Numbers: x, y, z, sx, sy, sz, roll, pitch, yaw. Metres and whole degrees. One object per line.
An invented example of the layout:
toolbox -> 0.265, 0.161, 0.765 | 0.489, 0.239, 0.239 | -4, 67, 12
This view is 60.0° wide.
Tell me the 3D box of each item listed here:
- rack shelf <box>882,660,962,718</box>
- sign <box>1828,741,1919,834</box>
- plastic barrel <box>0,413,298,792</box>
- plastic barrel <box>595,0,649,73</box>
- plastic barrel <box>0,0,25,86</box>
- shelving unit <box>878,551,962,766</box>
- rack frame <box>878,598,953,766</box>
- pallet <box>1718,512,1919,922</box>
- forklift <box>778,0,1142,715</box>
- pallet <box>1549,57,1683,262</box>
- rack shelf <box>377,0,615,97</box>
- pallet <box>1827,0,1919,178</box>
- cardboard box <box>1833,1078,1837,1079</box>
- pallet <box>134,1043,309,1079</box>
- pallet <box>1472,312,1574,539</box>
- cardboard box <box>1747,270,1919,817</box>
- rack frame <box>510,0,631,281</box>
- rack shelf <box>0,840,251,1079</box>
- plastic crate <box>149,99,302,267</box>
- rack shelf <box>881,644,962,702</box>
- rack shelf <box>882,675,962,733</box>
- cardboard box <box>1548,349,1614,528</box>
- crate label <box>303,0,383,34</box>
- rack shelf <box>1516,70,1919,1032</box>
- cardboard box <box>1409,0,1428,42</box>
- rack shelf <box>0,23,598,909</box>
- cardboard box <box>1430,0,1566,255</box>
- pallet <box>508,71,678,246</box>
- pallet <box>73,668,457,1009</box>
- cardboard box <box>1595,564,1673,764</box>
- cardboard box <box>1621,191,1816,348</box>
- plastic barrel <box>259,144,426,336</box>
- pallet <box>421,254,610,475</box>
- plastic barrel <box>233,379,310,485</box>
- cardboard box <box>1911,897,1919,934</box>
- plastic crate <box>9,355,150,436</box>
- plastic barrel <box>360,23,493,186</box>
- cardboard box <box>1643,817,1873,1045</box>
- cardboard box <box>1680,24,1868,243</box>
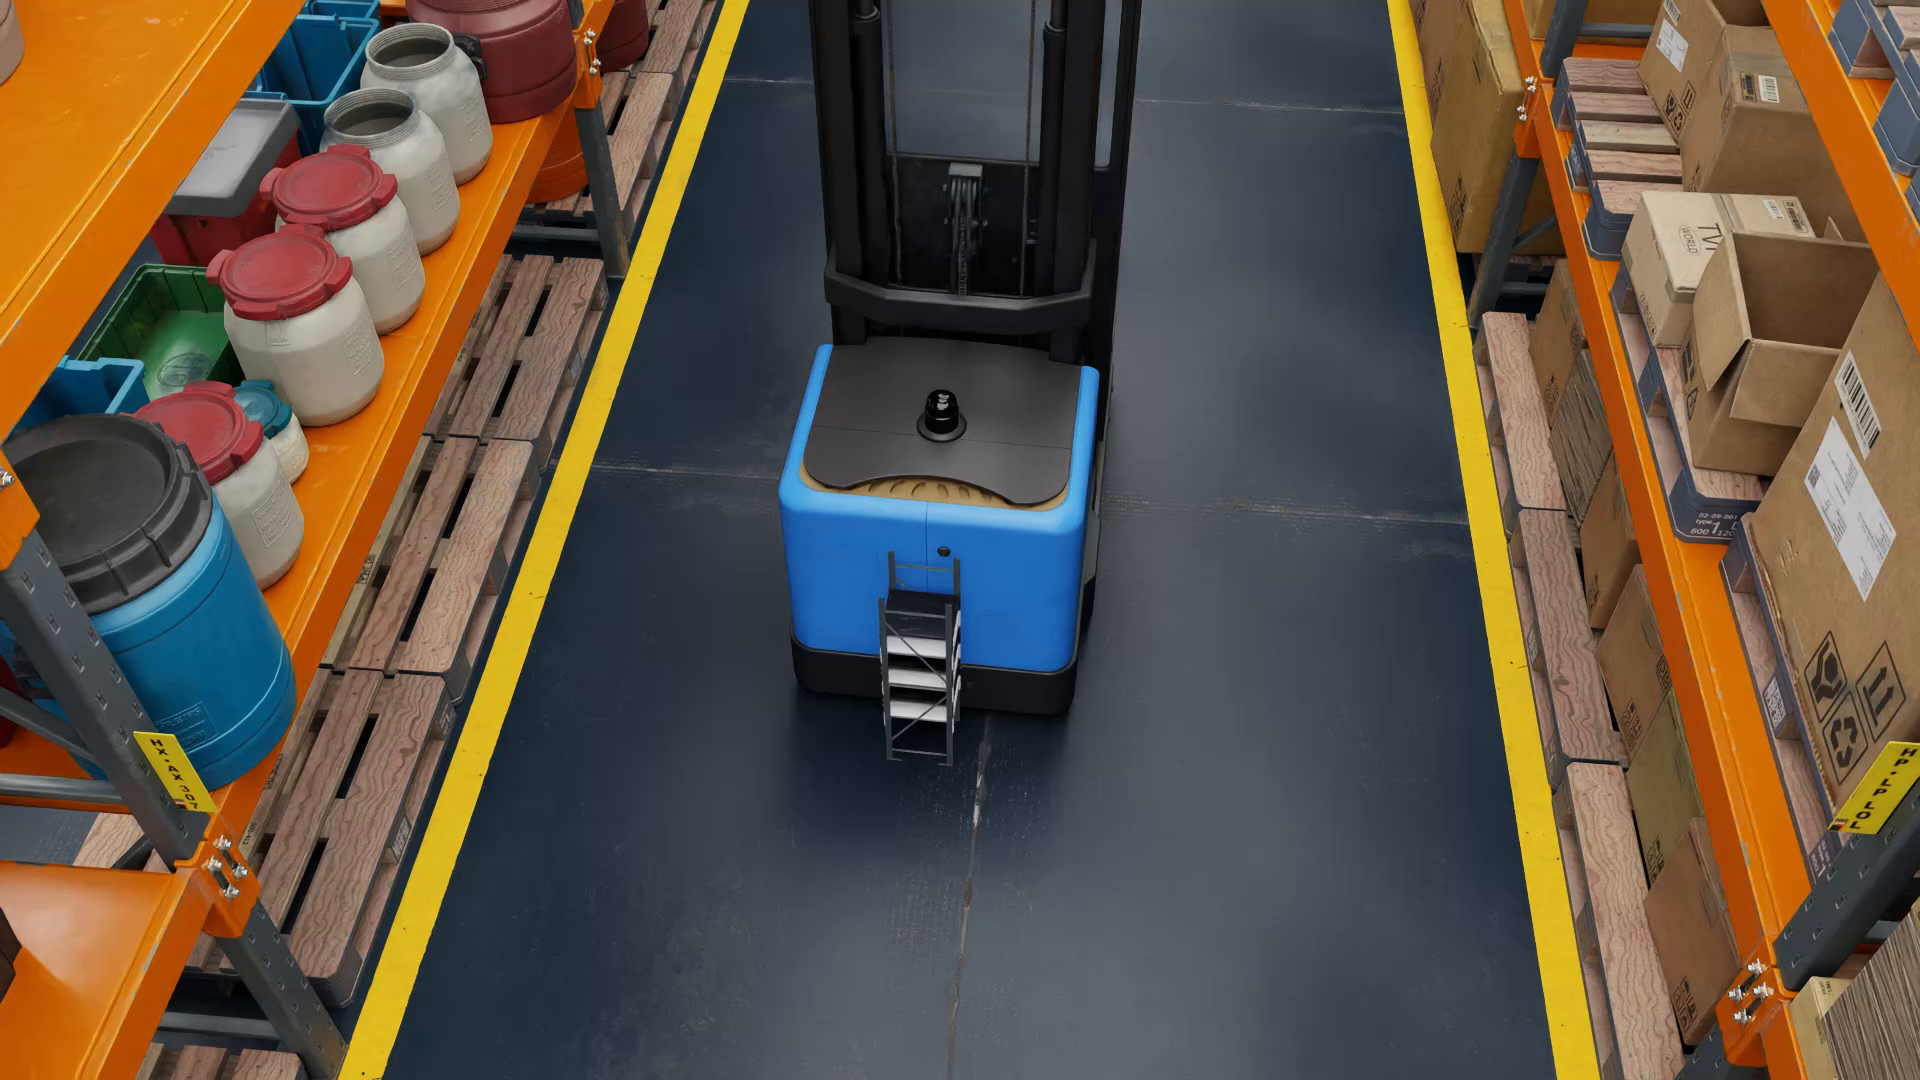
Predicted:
rack shelf -> -0.133, 0.512, 5.865 | 0.258, 0.077, 0.200 | 5, 48, 5
sign -> 1.930, 0.522, 3.481 | 0.100, 0.325, 0.005 | 4, 48, 4
plastic barrel -> -2.112, 0.182, 4.237 | 0.600, 0.901, 0.708 | 4, 48, 4
plastic barrel -> -1.954, -2.843, 8.693 | 0.600, 0.588, 0.708 | 4, 48, 4
plastic barrel -> -2.559, -1.436, 3.684 | 0.600, 0.901, 0.600 | 0, 48, 0
shelving unit -> -0.133, 0.429, 5.774 | 0.258, 0.900, 0.210 | 5, 48, 5
rack frame -> -0.146, 0.503, 5.706 | 0.240, 0.900, 0.006 | 5, 48, 5
pallet -> 2.698, 0.460, 4.452 | 1.003, 0.211, 1.213 | 4, 48, 4
forklift -> 0.079, -1.448, 6.114 | 1.130, 2.935, 3.031 | 5, 48, 5
pallet -> 2.889, -1.396, 6.150 | 1.213, 0.211, 1.003 | 4, 48, 4
rack shelf -> -1.902, -3.552, 8.479 | 1.077, 0.370, 4.000 | 4, 48, 4
pallet -> 2.737, -1.210, 3.945 | 1.213, 0.211, 1.003 | 4, 48, 4
cardboard box -> 2.129, 1.353, 3.676 | 0.380, 0.149, 0.250 | 4, 48, 4
pallet -> -2.552, 2.046, 4.761 | 1.003, 0.211, 1.213 | 4, 48, 4
pallet -> 2.775, -0.477, 7.069 | 1.003, 0.211, 1.213 | 4, 48, 4
cardboard box -> 2.695, 0.029, 4.026 | 1.000, 1.000, 1.000 | 4, 48, 4
rack frame -> -2.084, -2.325, 6.870 | 1.000, 3.000, 0.127 | 4, 48, 4
rack shelf -> -2.631, 2.327, 3.103 | 1.077, 0.370, 4.000 | 4, 48, 4
plastic crate -> -2.536, -1.180, 5.779 | 0.402, 0.464, 0.583 | 4, 48, 4
rack shelf -> -0.133, 0.451, 5.798 | 0.258, 0.077, 0.200 | 5, 48, 5
rack shelf -> -0.133, 0.573, 5.931 | 0.258, 0.077, 0.200 | 5, 48, 5
cardboard box -> 2.769, -0.395, 6.500 | 0.700, 0.500, 0.500 | 0, 48, 0
crate label -> -2.496, -1.984, 6.671 | 0.303, 0.233, 0.416 | 4, 48, 4
rack shelf -> 2.666, -0.279, 5.486 | 1.077, 0.370, 4.000 | 4, 48, 4
cardboard box -> 3.094, -3.228, 8.850 | 1.225, 0.875, 0.875 | 2, 48, 2
rack shelf -> -2.267, -0.613, 5.791 | 1.077, 0.370, 4.000 | 4, 48, 4
cardboard box -> 2.932, -1.922, 7.657 | 1.225, 0.875, 0.875 | 2, 48, 2
pallet -> -2.054, -1.966, 8.431 | 1.003, 0.211, 1.213 | 4, 48, 4
pallet -> -2.416, 0.976, 5.740 | 1.003, 0.211, 1.213 | 4, 48, 4
cardboard box -> 2.674, 0.432, 5.743 | 0.700, 0.500, 0.500 | 0, 48, 0
cardboard box -> 2.466, -0.867, 5.353 | 0.500, 0.250, 0.500 | 3, 48, 2
plastic barrel -> -2.037, -0.977, 5.545 | 0.433, 0.535, 0.433 | 0, 48, 0
pallet -> -2.194, -0.817, 7.380 | 1.003, 0.211, 1.213 | 4, 48, 4
plastic barrel -> -2.176, -0.301, 5.112 | 0.301, 0.262, 0.301 | 0, 48, 0
cardboard box -> 2.189, 0.789, 3.074 | 0.500, 0.500, 0.500 | 4, 48, 4
plastic crate -> -2.658, -0.212, 4.948 | 0.392, 0.384, 0.575 | 4, 48, 4
plastic barrel -> -1.965, -1.592, 6.124 | 0.421, 0.512, 0.421 | 0, 48, 0
cardboard box -> 2.561, 1.193, 5.048 | 0.700, 0.500, 0.500 | 1, 48, 1
cardboard box -> 2.887, -1.351, 5.626 | 0.700, 0.500, 0.500 | 10, 48, 9
